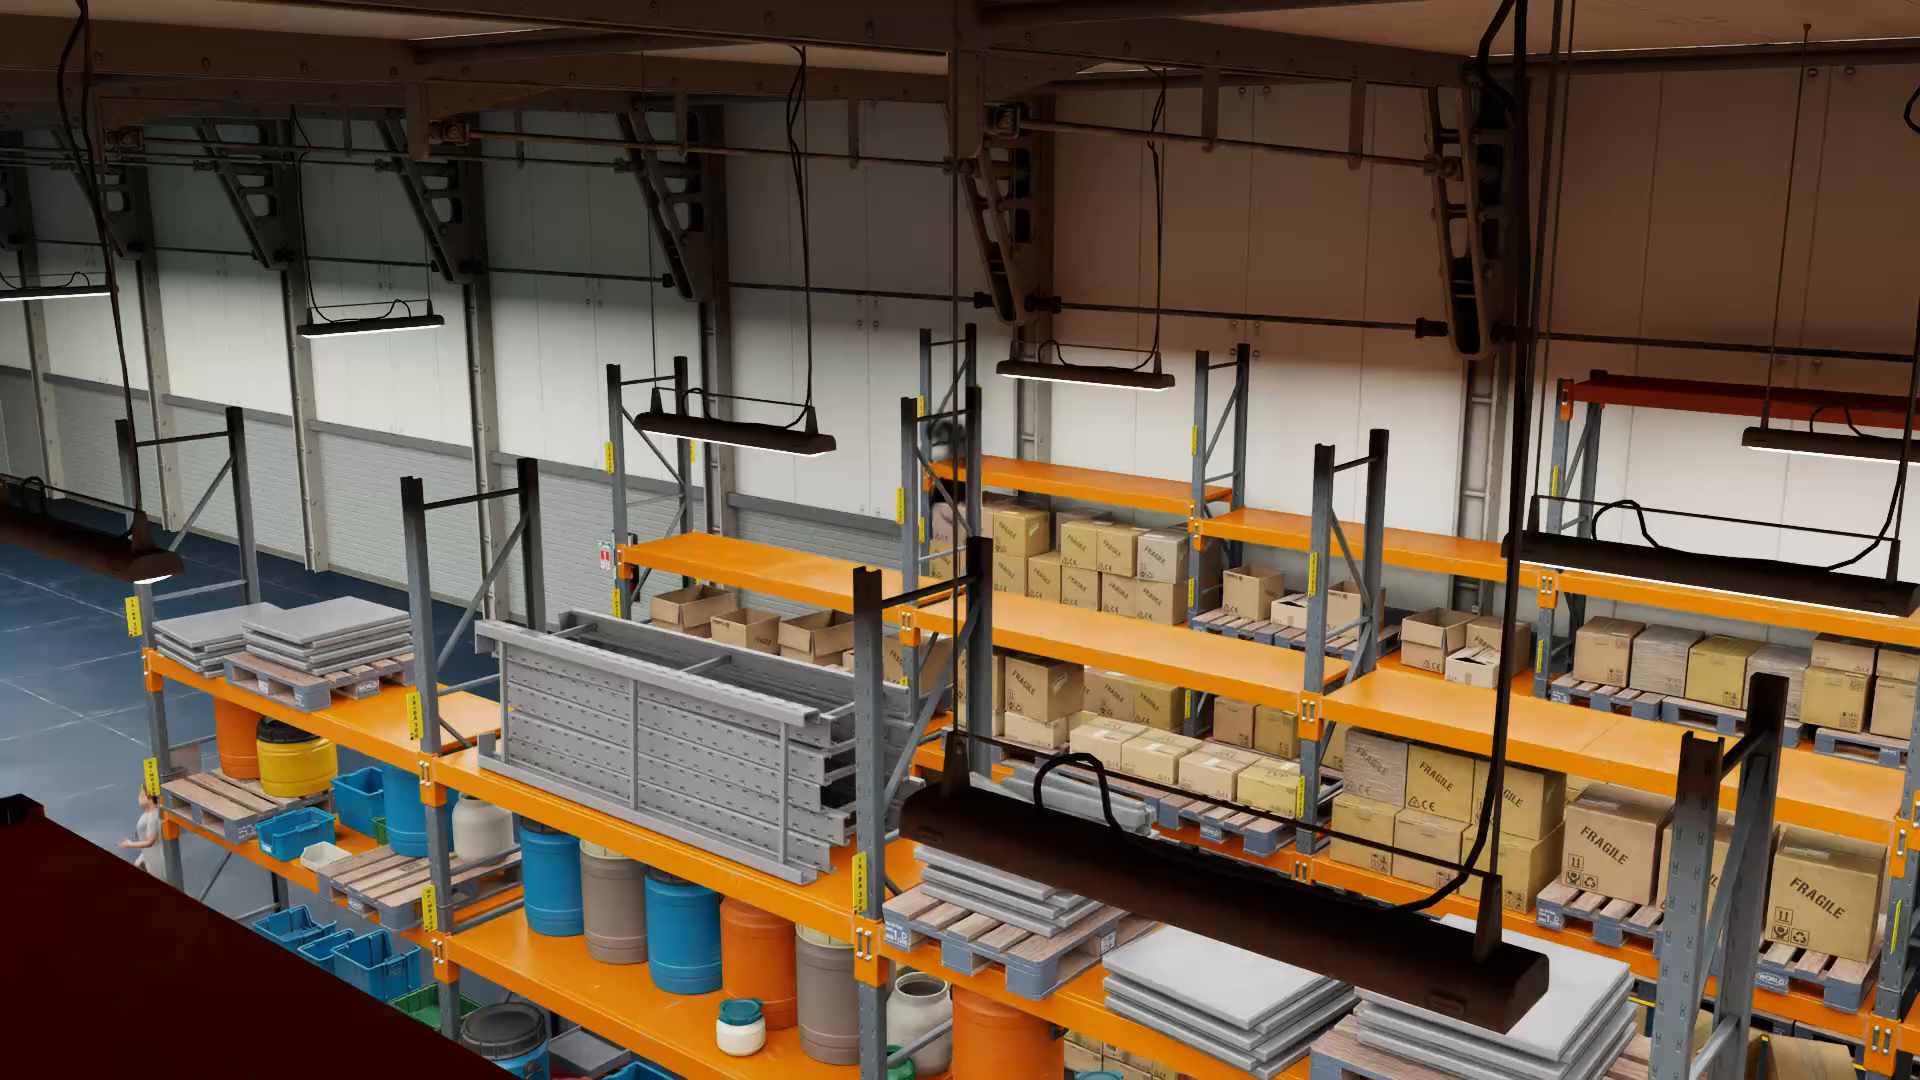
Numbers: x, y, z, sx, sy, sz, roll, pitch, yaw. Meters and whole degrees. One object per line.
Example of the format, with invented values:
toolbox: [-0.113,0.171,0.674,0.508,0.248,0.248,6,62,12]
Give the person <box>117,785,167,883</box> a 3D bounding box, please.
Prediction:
person: [-8.559,3.365,17.620,0.628,1.616,0.546,-6,14,-26]
